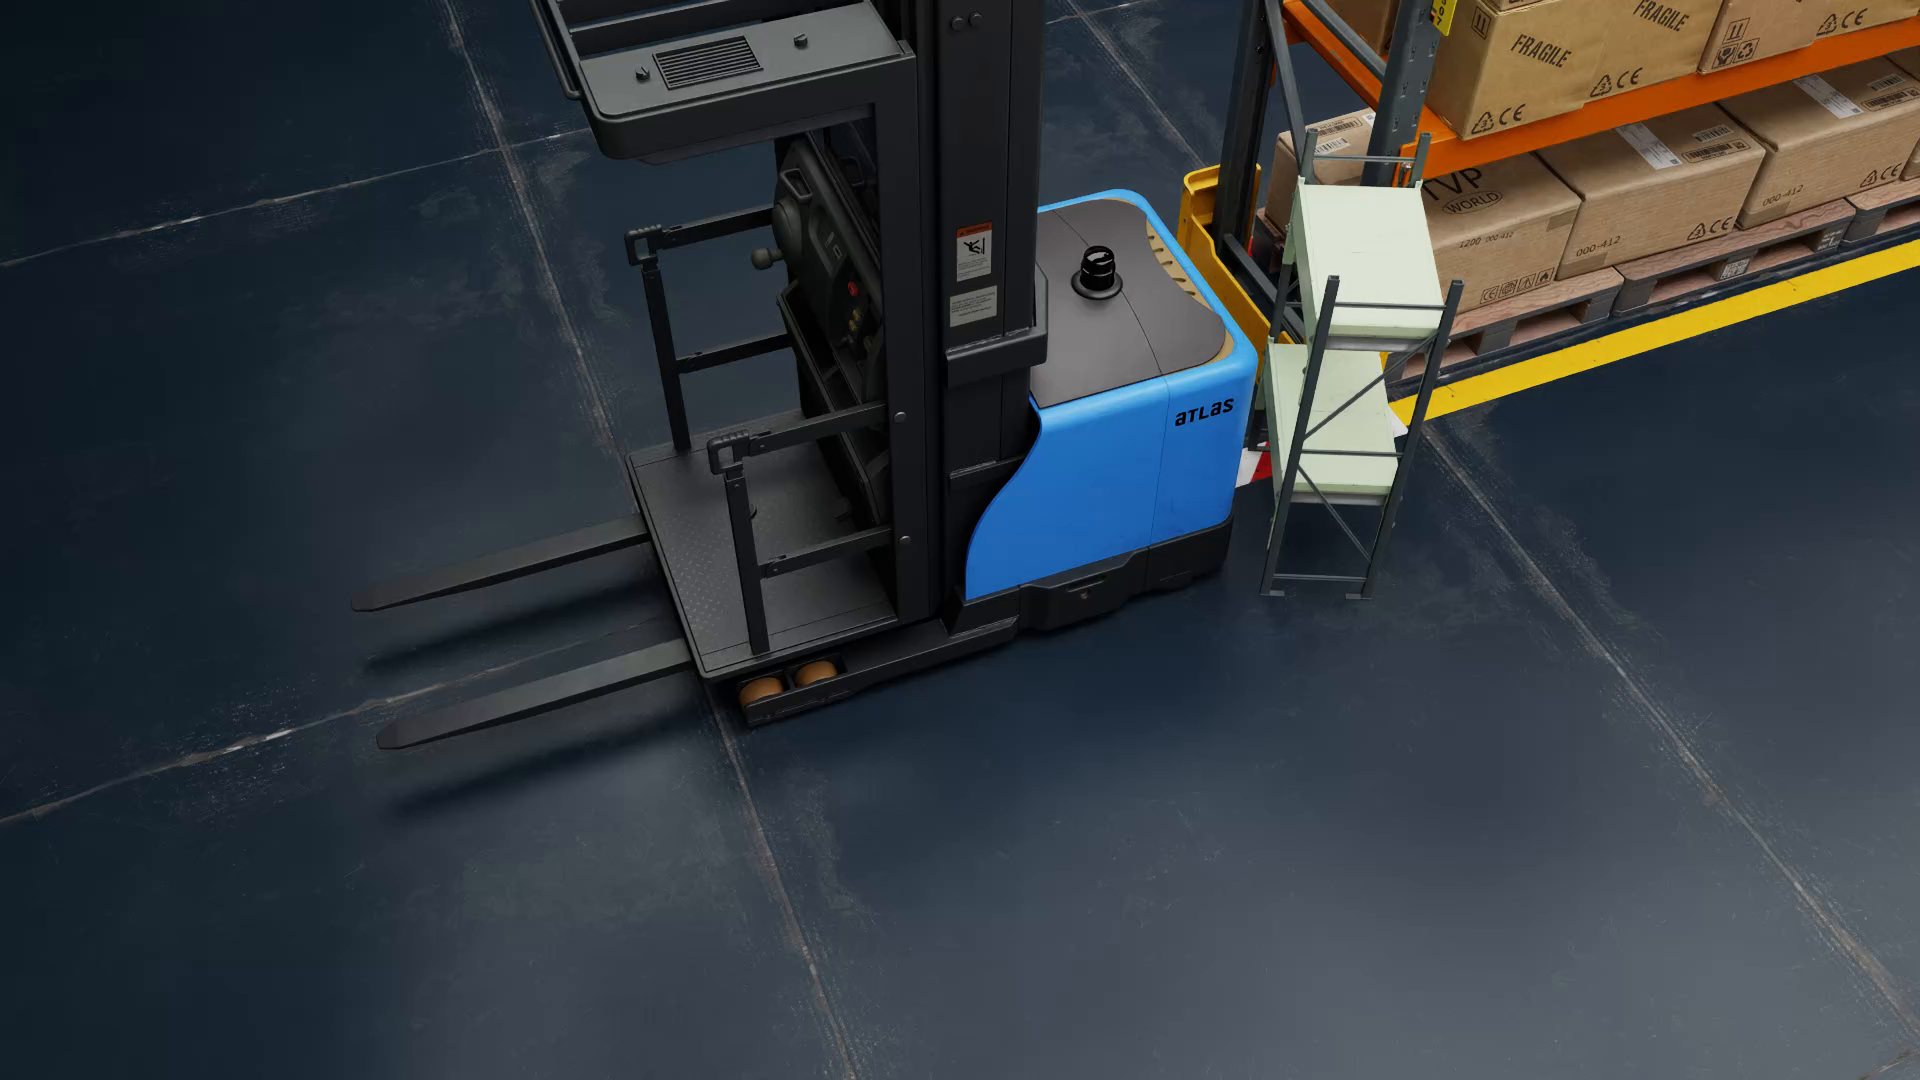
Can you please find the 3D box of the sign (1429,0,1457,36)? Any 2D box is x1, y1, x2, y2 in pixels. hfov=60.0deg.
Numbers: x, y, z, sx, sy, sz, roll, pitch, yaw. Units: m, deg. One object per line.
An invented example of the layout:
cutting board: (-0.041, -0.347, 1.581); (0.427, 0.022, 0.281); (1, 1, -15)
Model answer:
sign: (1.511, -1.722, 5.129); (0.005, 0.325, 0.100); (-17, 52, -14)

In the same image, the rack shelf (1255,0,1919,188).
rack shelf: (3.158, -2.145, 6.589); (4.000, 0.370, 1.077); (-17, 52, -14)

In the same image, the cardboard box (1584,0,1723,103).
cardboard box: (2.317, -1.939, 5.872); (0.500, 0.500, 0.500); (-18, 52, -15)

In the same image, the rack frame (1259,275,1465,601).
rack frame: (1.295, -0.285, 5.506); (0.400, 1.500, 0.023); (2, 49, 2)

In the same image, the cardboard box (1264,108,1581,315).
cardboard box: (1.880, -1.367, 6.859); (0.875, 0.438, 0.875); (-19, 52, -15)

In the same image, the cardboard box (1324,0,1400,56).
cardboard box: (1.653, -2.162, 6.064); (0.500, 0.500, 0.500); (-17, 51, -14)

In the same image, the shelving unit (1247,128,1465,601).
shelving unit: (1.315, -0.562, 5.744); (0.431, 1.500, 0.755); (2, 49, 2)

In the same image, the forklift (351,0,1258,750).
forklift: (-0.587, -0.784, 4.991); (3.031, 2.935, 1.130); (-16, 51, -14)

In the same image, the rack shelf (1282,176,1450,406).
rack shelf: (1.315, -0.816, 5.448); (0.431, 0.370, 0.720); (2, 49, 2)

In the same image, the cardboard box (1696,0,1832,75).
cardboard box: (2.795, -2.072, 5.986); (0.500, 0.500, 0.500); (-17, 52, -14)

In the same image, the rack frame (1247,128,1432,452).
rack frame: (1.334, -0.839, 5.982); (0.400, 1.500, 0.023); (2, 49, 2)

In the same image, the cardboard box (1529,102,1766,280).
cardboard box: (2.724, -1.636, 7.090); (0.875, 0.438, 0.875); (-16, 51, -13)

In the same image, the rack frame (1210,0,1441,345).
rack frame: (1.307, -1.806, 5.823); (0.127, 3.000, 1.000); (-17, 52, -14)

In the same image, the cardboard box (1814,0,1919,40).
cardboard box: (3.253, -2.228, 6.120); (0.500, 0.500, 0.500); (-16, 51, -13)

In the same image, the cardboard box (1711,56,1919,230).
cardboard box: (3.559, -1.893, 7.311); (0.875, 0.438, 0.875); (-19, 52, -15)

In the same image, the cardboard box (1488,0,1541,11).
cardboard box: (1.859, -2.102, 5.353); (0.500, 0.500, 0.500); (-18, 52, -15)

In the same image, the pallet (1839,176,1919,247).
pallet: (4.276, -1.881, 7.727); (1.213, 0.211, 1.003); (-17, 52, -14)

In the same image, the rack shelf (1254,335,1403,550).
rack shelf: (1.315, -0.350, 5.991); (0.431, 0.370, 0.720); (2, 49, 2)

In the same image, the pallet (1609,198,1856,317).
pallet: (3.145, -1.529, 7.424); (1.213, 0.211, 1.003); (-17, 52, -14)

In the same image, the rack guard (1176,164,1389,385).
rack guard: (1.285, -0.984, 6.766); (0.348, 0.500, 1.175); (-17, 52, -14)

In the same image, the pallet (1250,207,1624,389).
pallet: (2.017, -1.181, 7.126); (1.213, 0.211, 1.003); (-17, 52, -14)

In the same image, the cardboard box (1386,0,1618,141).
cardboard box: (1.860, -1.774, 5.731); (0.500, 0.500, 0.500); (-18, 52, -15)

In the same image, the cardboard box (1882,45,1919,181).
cardboard box: (4.388, -2.150, 7.532); (0.875, 0.438, 0.875); (-18, 52, -15)
